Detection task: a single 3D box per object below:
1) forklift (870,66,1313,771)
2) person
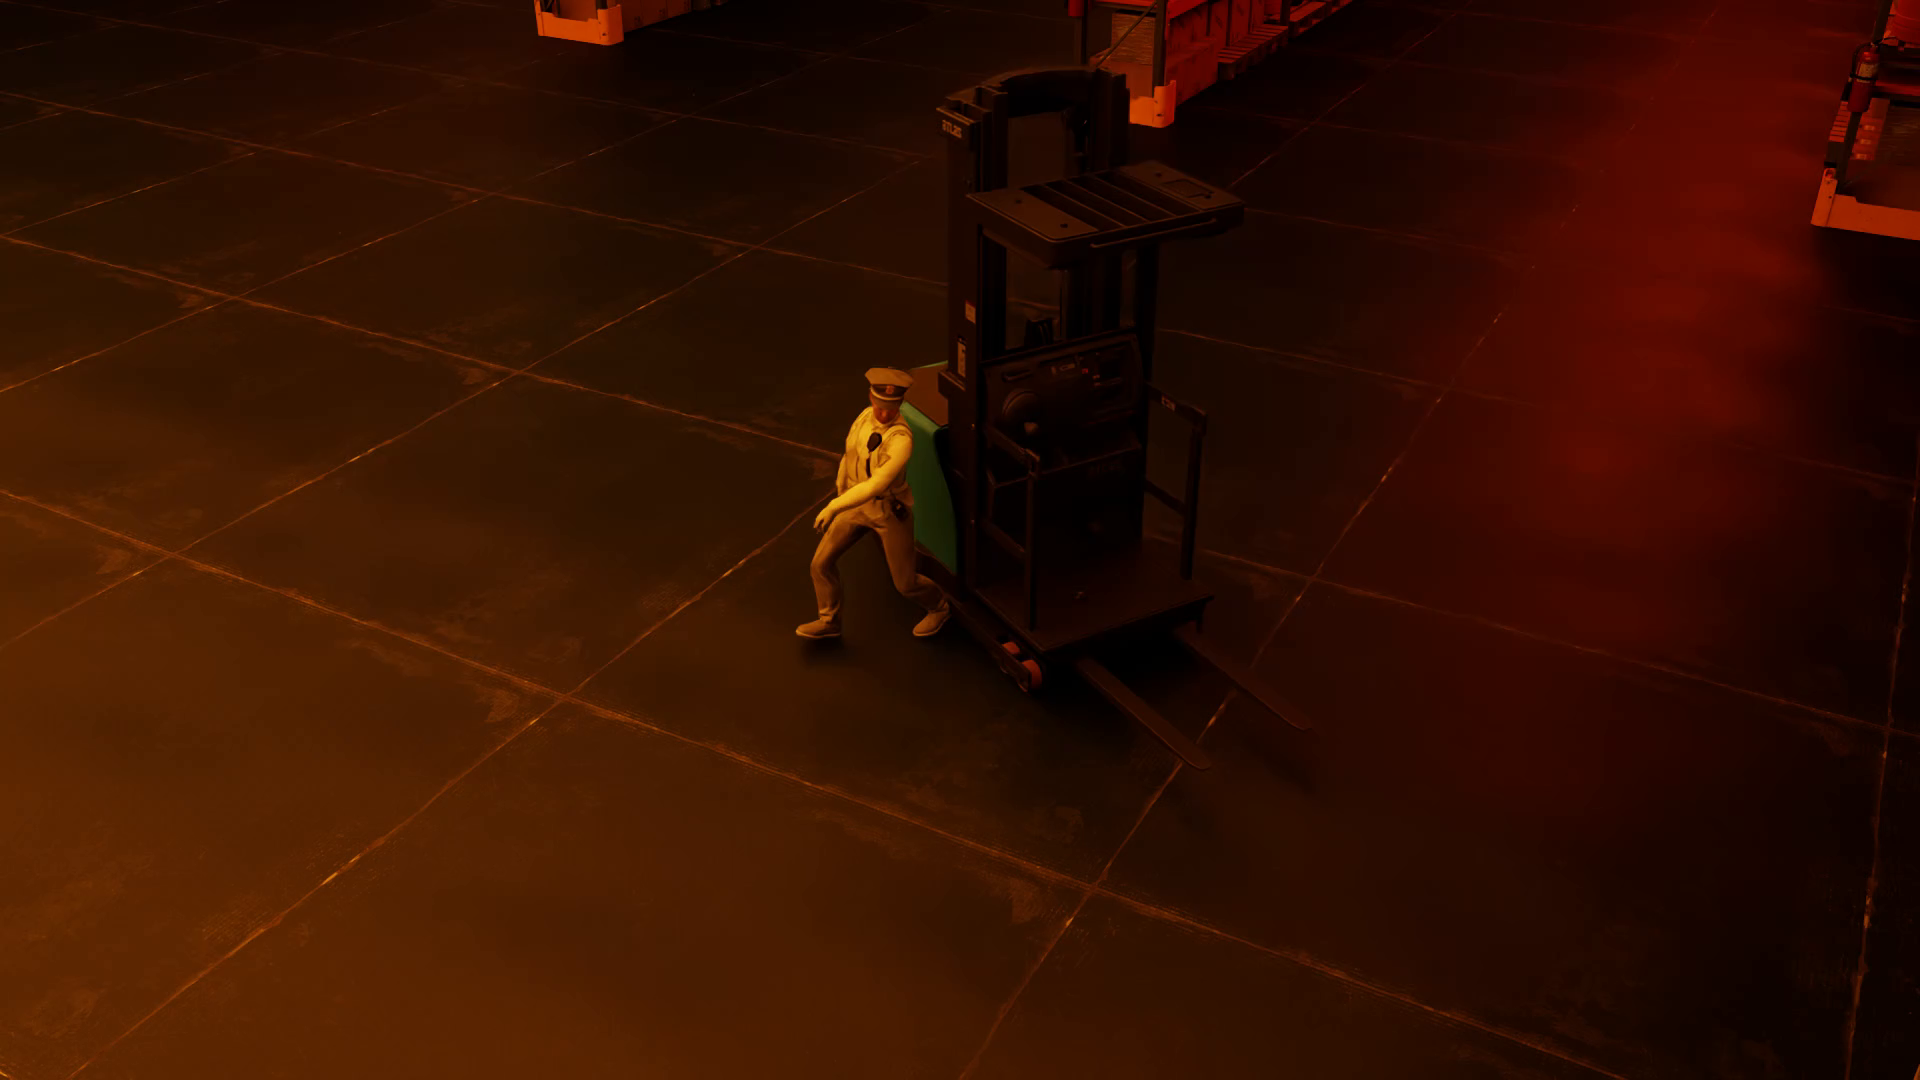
[{"bbox_3d":[0.648,-0.745,8.362,1.130,2.935,3.031,-16,34,-26],"label":"forklift"},{"bbox_3d":[-0.488,-0.174,8.736,0.790,1.582,0.614,-26,39,-37],"label":"person"}]
